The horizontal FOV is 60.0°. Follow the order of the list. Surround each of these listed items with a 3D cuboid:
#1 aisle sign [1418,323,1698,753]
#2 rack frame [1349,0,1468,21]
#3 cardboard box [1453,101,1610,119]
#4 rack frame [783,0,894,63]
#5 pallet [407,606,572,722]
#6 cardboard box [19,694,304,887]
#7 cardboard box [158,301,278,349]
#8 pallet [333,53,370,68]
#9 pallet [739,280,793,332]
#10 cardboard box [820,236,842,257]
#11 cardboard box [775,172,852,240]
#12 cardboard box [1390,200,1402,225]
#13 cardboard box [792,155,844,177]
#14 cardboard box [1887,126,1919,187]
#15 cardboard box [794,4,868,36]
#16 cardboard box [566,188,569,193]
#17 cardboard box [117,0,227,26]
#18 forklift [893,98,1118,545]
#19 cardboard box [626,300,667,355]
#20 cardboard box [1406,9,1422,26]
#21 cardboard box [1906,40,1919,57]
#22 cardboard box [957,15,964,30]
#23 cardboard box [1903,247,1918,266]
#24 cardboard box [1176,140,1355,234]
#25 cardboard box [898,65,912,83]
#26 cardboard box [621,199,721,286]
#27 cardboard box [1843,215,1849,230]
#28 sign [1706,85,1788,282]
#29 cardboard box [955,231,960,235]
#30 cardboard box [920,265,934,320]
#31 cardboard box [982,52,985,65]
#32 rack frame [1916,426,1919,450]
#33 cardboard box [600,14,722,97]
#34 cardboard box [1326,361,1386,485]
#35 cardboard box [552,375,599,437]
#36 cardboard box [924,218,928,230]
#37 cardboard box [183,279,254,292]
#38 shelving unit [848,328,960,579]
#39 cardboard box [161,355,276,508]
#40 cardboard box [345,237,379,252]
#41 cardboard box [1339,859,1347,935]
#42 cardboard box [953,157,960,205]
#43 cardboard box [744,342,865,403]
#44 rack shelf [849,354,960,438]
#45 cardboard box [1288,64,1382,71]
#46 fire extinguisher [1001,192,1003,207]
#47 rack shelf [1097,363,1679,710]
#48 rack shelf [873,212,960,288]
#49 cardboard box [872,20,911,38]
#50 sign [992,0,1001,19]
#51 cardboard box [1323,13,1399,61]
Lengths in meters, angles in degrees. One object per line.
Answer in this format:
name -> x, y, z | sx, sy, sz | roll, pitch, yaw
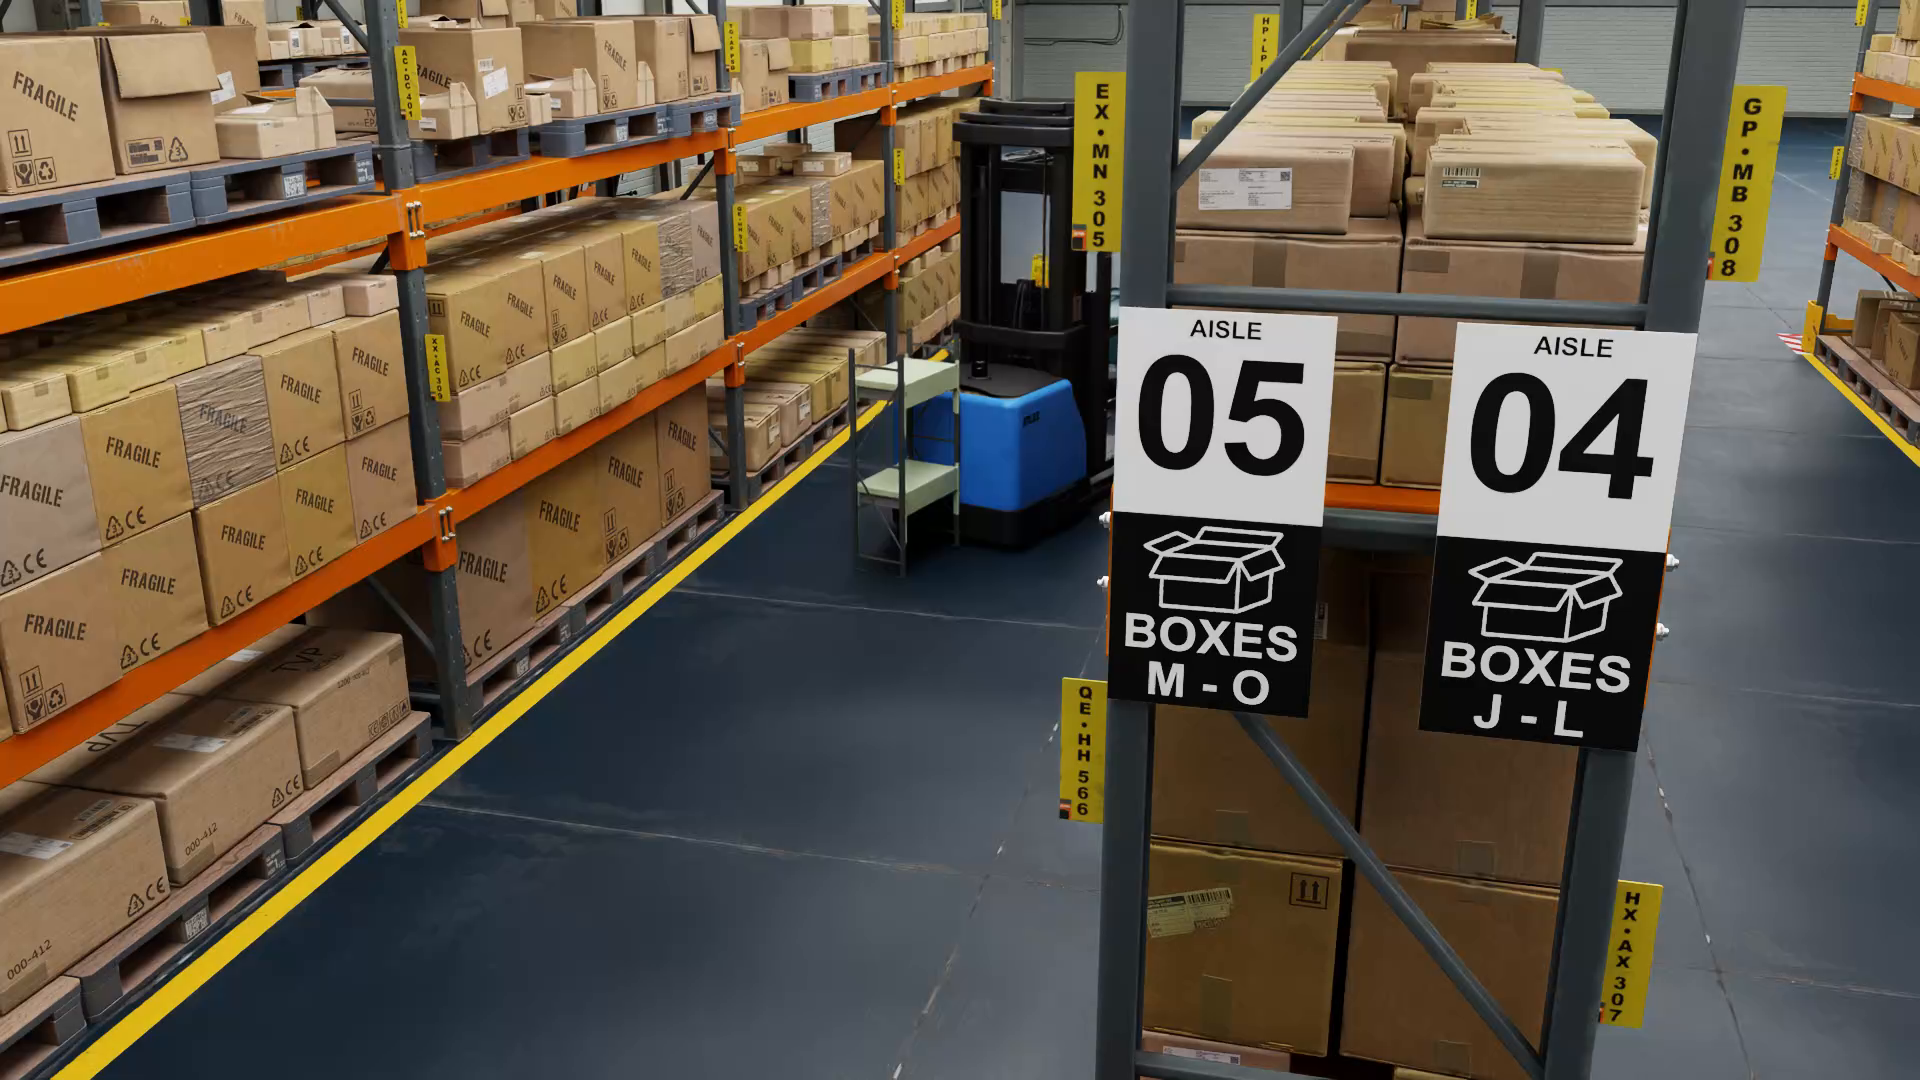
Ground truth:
aisle sign -> 1.066, 0.006, 3.007 | 0.394, 0.787, 0.004 | 5, 19, 13
rack frame -> 3.725, -5.410, 13.606 | 1.000, 3.000, 0.127 | 5, 19, 13
cardboard box -> 1.487, -1.066, 4.368 | 0.380, 0.149, 0.250 | 5, 20, 15
rack frame -> -1.100, -5.770, 14.658 | 1.000, 3.000, 0.127 | 5, 19, 13
pallet -> -2.939, 0.649, 9.462 | 1.003, 0.211, 1.213 | 5, 19, 13
cardboard box -> -3.530, 1.059, 7.259 | 0.875, 0.438, 0.875 | 4, 19, 12
cardboard box -> -3.105, -0.897, 6.967 | 0.380, 0.149, 0.250 | 4, 19, 13
pallet -> -5.730, -4.969, 17.090 | 1.003, 0.211, 1.213 | 5, 19, 13
pallet -> -2.006, -1.818, 12.666 | 1.213, 0.211, 1.003 | 5, 19, 13
cardboard box -> -1.221, -2.509, 14.131 | 0.380, 0.149, 0.250 | 5, 19, 13
cardboard box -> -1.242, -2.838, 14.091 | 0.500, 0.500, 0.500 | 5, 20, 15
cardboard box -> 0.783, -0.720, 3.973 | 0.500, 0.250, 0.500 | 4, 19, 12
cardboard box -> -1.193, -3.157, 14.022 | 0.380, 0.149, 0.250 | 4, 19, 11
cardboard box -> 8.723, -3.442, 14.962 | 0.500, 0.500, 0.500 | 5, 19, 13
cardboard box -> -1.118, -4.523, 14.457 | 0.500, 0.250, 0.500 | 5, 20, 15
cardboard box -> -4.938, -4.286, 19.440 | 0.500, 0.500, 0.500 | 5, 20, 15
cardboard box -> -6.451, -4.155, 13.610 | 0.700, 0.500, 0.500 | 4, 19, 12
forklift -> 0.724, -1.776, 12.354 | 1.130, 2.935, 3.031 | 11, 22, 30
cardboard box -> -2.176, -1.348, 10.451 | 0.500, 0.250, 0.500 | 4, 19, 12
cardboard box -> 4.238, -4.596, 14.830 | 0.500, 0.250, 0.500 | 4, 19, 13
cardboard box -> 8.845, -4.466, 15.097 | 0.380, 0.149, 0.250 | 4, 19, 11
cardboard box -> -0.175, -5.498, 17.659 | 0.380, 0.149, 0.250 | 5, 19, 14
cardboard box -> 8.631, -2.508, 14.777 | 0.380, 0.149, 0.250 | 5, 19, 13
cardboard box -> 0.590, -0.711, 3.331 | 0.380, 0.149, 0.250 | 4, 19, 13
cardboard box -> -0.665, -4.387, 15.639 | 0.380, 0.149, 0.250 | 5, 19, 13
cardboard box -> -1.950, -2.015, 11.244 | 0.500, 0.500, 0.500 | 4, 19, 12
cardboard box -> 9.187, -3.212, 16.841 | 0.380, 0.149, 0.250 | 5, 19, 13
sign -> 1.319, -0.601, 2.812 | 0.100, 0.325, 0.005 | 5, 19, 13
cardboard box -> -0.154, -3.273, 18.071 | 0.380, 0.149, 0.250 | 5, 19, 14
cardboard box -> -0.574, -2.515, 16.856 | 0.500, 0.500, 0.500 | 5, 20, 16
cardboard box -> 0.062, -5.351, 18.462 | 0.380, 0.149, 0.250 | 5, 19, 14
rack frame -> 8.510, -2.148, 13.336 | 1.000, 3.000, 0.127 | 5, 19, 13
cardboard box -> -2.023, -3.214, 11.006 | 0.797, 0.503, 0.637 | 3, 19, 10
cardboard box -> 0.648, -0.322, 3.582 | 0.500, 0.250, 0.500 | 4, 19, 12
cardboard box -> -2.425, -0.791, 9.595 | 0.500, 0.250, 0.500 | 4, 19, 13
cardboard box -> -0.536, -3.215, 16.848 | 0.380, 0.149, 0.250 | 5, 19, 13
cardboard box -> -3.430, -1.091, 7.535 | 0.380, 0.149, 0.250 | 5, 19, 14
shelving unit -> -0.358, -0.588, 11.090 | 0.431, 1.500, 0.755 | 10, 21, 27
cardboard box -> -3.149, -0.455, 6.679 | 0.500, 0.500, 0.500 | 5, 19, 14
cardboard box -> -5.901, -2.914, 15.810 | 0.500, 0.250, 0.500 | 5, 19, 13
cardboard box -> 0.784, 0.679, 4.443 | 0.500, 0.500, 0.500 | 4, 19, 12
cardboard box -> -0.240, -3.868, 17.755 | 0.500, 0.500, 0.500 | 5, 19, 13
cardboard box -> -1.398, -1.496, 14.842 | 0.950, 0.372, 0.625 | 6, 20, 17
rack shelf -> -0.358, -0.958, 10.964 | 0.431, 0.370, 0.720 | 10, 21, 27
cardboard box -> 1.366, -1.683, 6.175 | 0.380, 0.149, 0.250 | 4, 19, 11
fire extinguisher -> 0.353, -4.147, 19.309 | 0.296, 0.674, 0.183 | 5, 19, 13
rack shelf -> 1.282, -0.516, 5.031 | 1.077, 0.370, 4.000 | 5, 19, 13
rack shelf -> -0.611, -3.217, 17.579 | 1.077, 0.370, 4.000 | 5, 19, 13
cardboard box -> -0.671, -4.765, 15.513 | 0.380, 0.149, 0.250 | 5, 20, 15
sign -> 0.411, -5.973, 18.523 | 0.100, 0.325, 0.005 | 5, 19, 13
cardboard box -> 2.232, -2.797, 9.256 | 0.396, 0.266, 0.258 | 5, 19, 13
